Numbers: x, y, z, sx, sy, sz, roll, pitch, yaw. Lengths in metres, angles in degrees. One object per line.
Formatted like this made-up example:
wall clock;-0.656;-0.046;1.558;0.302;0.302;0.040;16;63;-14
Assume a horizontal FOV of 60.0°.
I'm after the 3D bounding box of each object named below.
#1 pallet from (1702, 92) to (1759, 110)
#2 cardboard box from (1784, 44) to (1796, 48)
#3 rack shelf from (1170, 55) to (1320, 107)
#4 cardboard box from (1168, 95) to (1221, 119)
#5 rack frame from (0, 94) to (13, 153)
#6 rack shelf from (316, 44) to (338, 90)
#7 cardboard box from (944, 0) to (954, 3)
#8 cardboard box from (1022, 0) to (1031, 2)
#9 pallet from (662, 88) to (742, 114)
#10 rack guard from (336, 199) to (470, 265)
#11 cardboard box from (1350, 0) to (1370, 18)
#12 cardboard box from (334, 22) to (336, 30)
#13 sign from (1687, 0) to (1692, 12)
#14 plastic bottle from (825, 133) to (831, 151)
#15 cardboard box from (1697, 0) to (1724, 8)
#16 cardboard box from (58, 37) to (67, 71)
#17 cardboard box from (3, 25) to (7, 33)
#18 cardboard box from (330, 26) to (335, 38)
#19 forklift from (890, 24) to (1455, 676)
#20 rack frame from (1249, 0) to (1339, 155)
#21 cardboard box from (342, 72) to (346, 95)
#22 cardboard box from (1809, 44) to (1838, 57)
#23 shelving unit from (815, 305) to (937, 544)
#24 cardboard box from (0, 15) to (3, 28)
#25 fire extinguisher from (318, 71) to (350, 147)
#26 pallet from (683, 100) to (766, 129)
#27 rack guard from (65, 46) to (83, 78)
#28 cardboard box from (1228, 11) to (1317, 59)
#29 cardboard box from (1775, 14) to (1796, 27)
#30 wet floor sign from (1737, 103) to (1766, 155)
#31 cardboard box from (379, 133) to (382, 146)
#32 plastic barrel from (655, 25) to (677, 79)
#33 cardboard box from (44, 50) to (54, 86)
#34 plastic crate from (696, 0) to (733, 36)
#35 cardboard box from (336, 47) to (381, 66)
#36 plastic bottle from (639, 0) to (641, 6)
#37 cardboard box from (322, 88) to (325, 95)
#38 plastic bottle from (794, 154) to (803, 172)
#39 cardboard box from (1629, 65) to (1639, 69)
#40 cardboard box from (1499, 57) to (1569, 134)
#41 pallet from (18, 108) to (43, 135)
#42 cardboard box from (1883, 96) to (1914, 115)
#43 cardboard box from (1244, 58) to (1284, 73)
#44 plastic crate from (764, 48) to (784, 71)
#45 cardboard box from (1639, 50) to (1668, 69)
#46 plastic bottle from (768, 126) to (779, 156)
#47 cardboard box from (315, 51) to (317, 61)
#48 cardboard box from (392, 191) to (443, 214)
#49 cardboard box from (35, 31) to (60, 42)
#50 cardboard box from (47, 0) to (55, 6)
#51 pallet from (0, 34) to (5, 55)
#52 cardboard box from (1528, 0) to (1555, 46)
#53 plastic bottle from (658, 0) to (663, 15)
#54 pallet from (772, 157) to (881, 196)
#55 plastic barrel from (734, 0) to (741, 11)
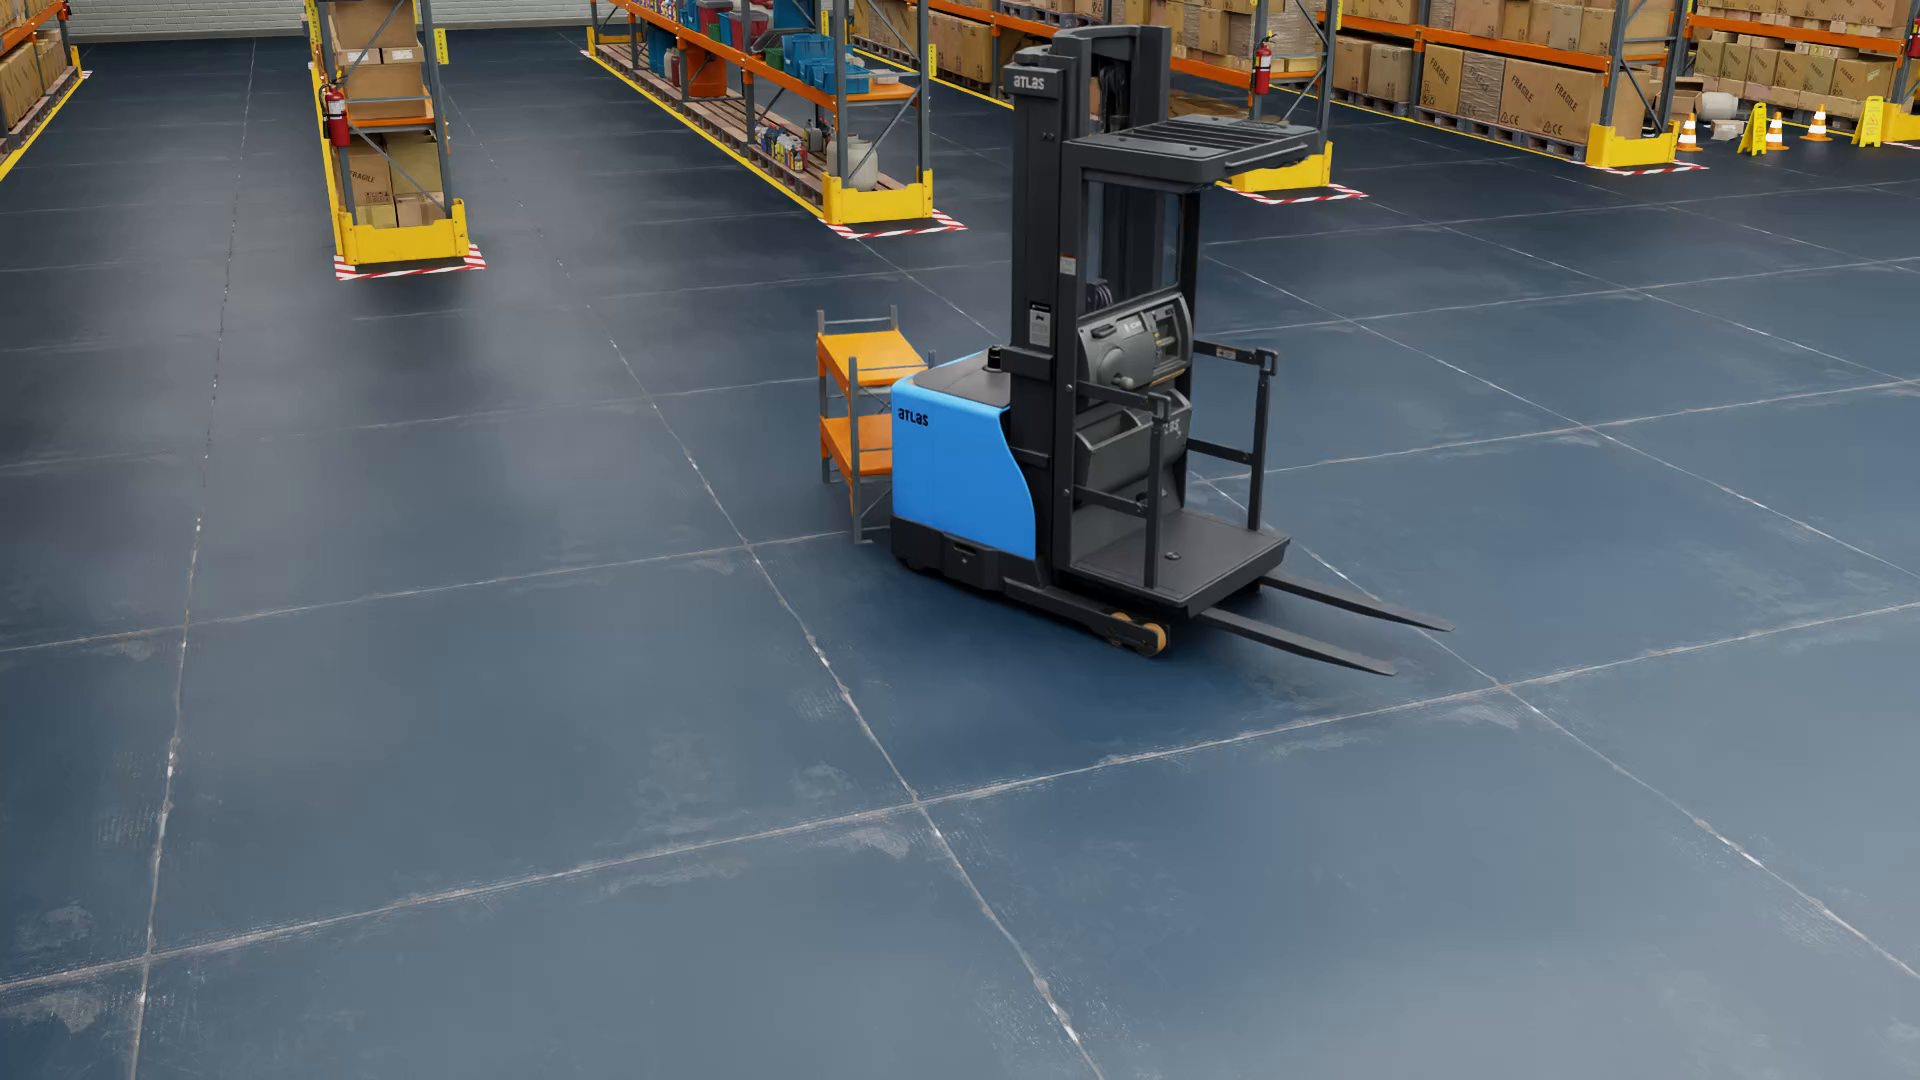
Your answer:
pallet;11.946;-6.828;25.678;1.003;0.211;1.213;-8;24;-19
cardboard box;12.498;-7.076;24.711;0.500;0.500;0.500;-7;24;-16
rack shelf;3.111;-5.934;20.893;1.077;0.370;4.000;-8;24;-19
cardboard box;3.011;-5.461;21.523;0.500;0.500;0.500;-11;25;-24
rack frame;-12.910;-6.407;21.089;1.000;3.000;0.127;-8;24;-19
rack shelf;-7.571;-6.030;21.120;1.077;0.370;4.000;-8;24;-19
cardboard box;0.050;-9.192;27.569;0.500;0.500;0.500;-8;24;-18
cardboard box;1.220;-8.495;25.373;0.500;0.500;0.500;-12;25;-25
pallet;-3.959;-6.762;25.521;1.003;0.211;1.213;-8;24;-19
rack guard;-5.443;-3.020;16.273;1.175;0.500;0.348;-8;24;-19
cardboard box;6.289;-8.202;25.220;0.500;0.500;0.500;-8;24;-18
cardboard box;-5.992;-5.389;16.875;0.700;0.500;0.500;-8;24;-19
sign;9.015;-6.692;20.549;0.100;0.325;0.005;-8;24;-19
plastic bottle;-1.596;-4.808;20.226;0.061;0.283;0.133;-8;24;-19
cardboard box;11.570;-8.337;25.157;0.500;0.500;0.500;-8;24;-19
cardboard box;-15.395;-8.115;27.818;0.700;0.500;0.500;-8;24;-19
cardboard box;-13.448;-7.104;23.040;0.380;0.149;0.250;-8;24;-17
cardboard box;-6.491;-5.388;17.706;0.380;0.149;0.250;-9;25;-21
forklift;1.060;-0.997;8.342;3.031;2.935;1.130;18;29;36
rack frame;3.818;-5.539;19.029;1.000;3.000;0.127;-8;24;-19
cardboard box;-5.964;-4.770;17.076;0.700;0.500;0.500;-8;24;-19
cardboard box;12.284;-6.941;23.554;0.380;0.149;0.250;-8;24;-18
shelving unit;-0.506;-0.717;10.002;0.538;1.125;1.048;-6;24;-13
cardboard box;-13.019;-7.002;21.964;0.500;0.500;0.500;-8;24;-17
fire extinguisher;-5.844;-4.039;15.570;0.296;0.674;0.183;-8;24;-19
pallet;-3.405;-6.194;24.175;1.003;0.211;1.213;-8;24;-19
rack guard;-15.745;-8.170;28.492;1.175;0.500;0.348;-8;24;-19
cardboard box;3.649;-5.926;19.435;0.875;0.500;0.500;-8;24;-19
cardboard box;12.045;-7.524;24.063;0.380;0.149;0.250;-8;24;-19
wet floor sign;10.356;-5.359;21.634;0.267;0.644;0.232;-13;26;-28
cardboard box;-6.150;-4.404;18.370;0.500;0.500;0.500;-8;24;-19
plastic barrel;-4.629;-7.989;27.003;0.600;0.901;0.708;-8;24;-19
cardboard box;-14.666;-7.371;26.053;0.700;0.500;0.500;-9;24;-20
plastic crate;-3.357;-7.166;22.809;0.402;0.464;0.583;-8;24;-19
cardboard box;-5.764;-4.639;15.930;0.380;0.149;0.250;-9;24;-20
plastic bottle;-5.119;-8.809;26.948;0.152;0.276;0.135;-8;24;-19
cardboard box;-8.174;-5.852;22.051;0.500;0.311;0.500;-9;24;-20
plastic bottle;-1.875;-4.380;19.316;0.097;0.201;0.097;0;23;0
cardboard box;10.021;-7.294;25.437;0.500;0.500;0.500;-8;24;-19
cardboard box;7.879;-5.954;22.209;0.875;0.875;0.875;-9;24;-20
pallet;-13.545;-5.861;23.384;1.003;0.211;1.213;-8;24;-19
cardboard box;13.063;-6.156;23.493;0.500;0.250;0.500;-9;24;-19
cardboard box;3.524;-5.498;19.257;0.380;0.149;0.250;-8;24;-19
plastic crate;-2.013;-5.683;19.644;0.450;0.188;0.662;-8;24;-19
cardboard box;11.231;-7.786;27.203;0.950;0.372;0.625;-7;24;-16
plastic bottle;-2.265;-4.876;20.301;0.144;0.351;0.185;-9;25;-21
cardboard box;-10.823;-8.330;28.627;0.500;0.250;0.500;-8;24;-19
cardboard box;-5.613;-3.514;17.225;0.500;0.250;0.500;-8;24;-19
cardboard box;-15.089;-8.299;27.421;0.380;0.149;0.250;-8;24;-18
cardboard box;-15.279;-9.005;26.867;0.980;0.700;0.700;-9;24;-19
pallet;-12.559;-6.074;20.546;1.213;0.211;1.003;-8;24;-19
cardboard box;8.025;-6.798;21.824;0.875;0.550;0.550;-8;24;-19
plastic bottle;-4.588;-8.216;25.532;0.061;0.283;0.133;-8;24;-19
pallet;-1.596;-4.334;19.761;1.003;0.211;1.213;-8;24;-19
plastic barrel;-2.930;-7.320;23.112;0.421;0.512;0.421;0;23;0
